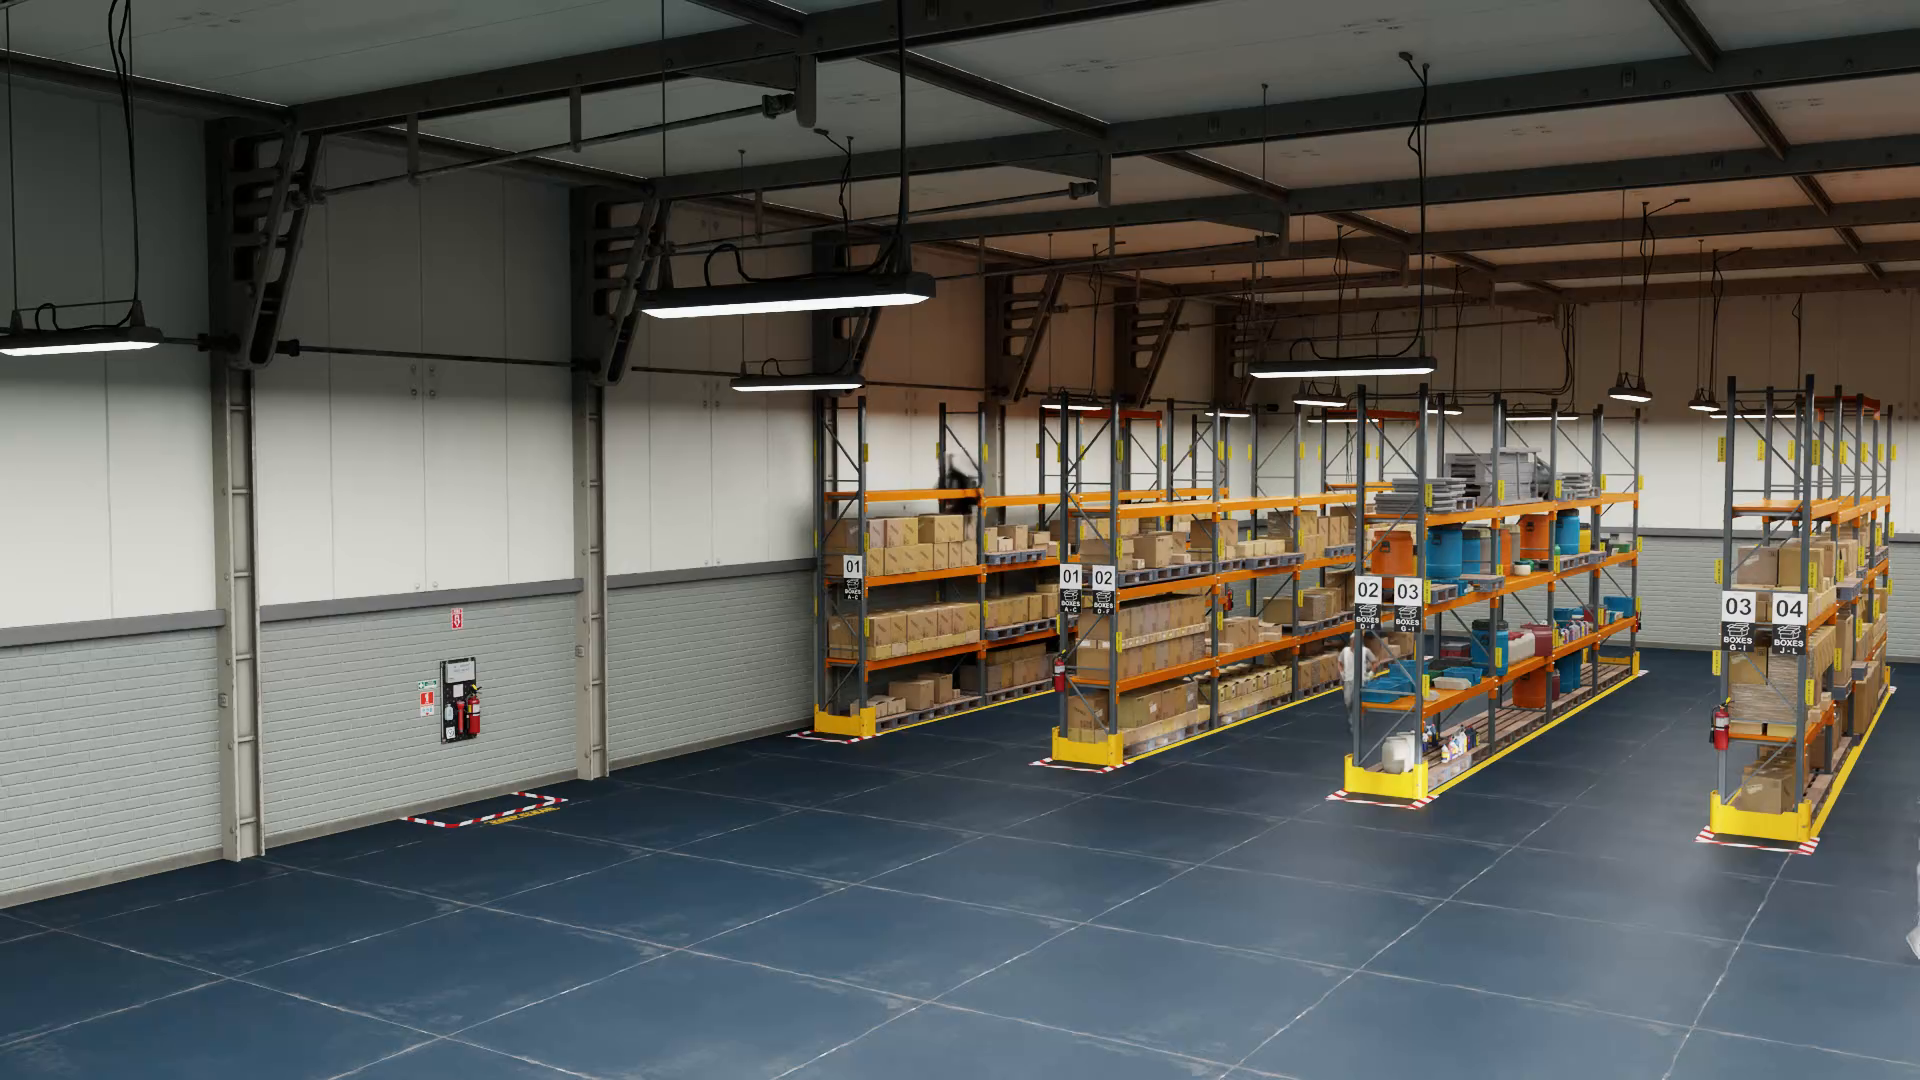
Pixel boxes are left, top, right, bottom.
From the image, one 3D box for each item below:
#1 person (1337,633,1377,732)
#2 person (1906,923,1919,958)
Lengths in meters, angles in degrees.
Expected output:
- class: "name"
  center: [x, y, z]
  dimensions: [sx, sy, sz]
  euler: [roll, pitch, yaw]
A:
- class: "person"
  center: [7.160, 2.548, 30.042]
  dimensions: [0.709, 1.775, 0.770]
  euler: [1, 3, 25]
- class: "person"
  center: [9.598, 3.294, 16.029]
  dimensions: [0.595, 1.724, 0.870]
  euler: [-2, 3, -28]
